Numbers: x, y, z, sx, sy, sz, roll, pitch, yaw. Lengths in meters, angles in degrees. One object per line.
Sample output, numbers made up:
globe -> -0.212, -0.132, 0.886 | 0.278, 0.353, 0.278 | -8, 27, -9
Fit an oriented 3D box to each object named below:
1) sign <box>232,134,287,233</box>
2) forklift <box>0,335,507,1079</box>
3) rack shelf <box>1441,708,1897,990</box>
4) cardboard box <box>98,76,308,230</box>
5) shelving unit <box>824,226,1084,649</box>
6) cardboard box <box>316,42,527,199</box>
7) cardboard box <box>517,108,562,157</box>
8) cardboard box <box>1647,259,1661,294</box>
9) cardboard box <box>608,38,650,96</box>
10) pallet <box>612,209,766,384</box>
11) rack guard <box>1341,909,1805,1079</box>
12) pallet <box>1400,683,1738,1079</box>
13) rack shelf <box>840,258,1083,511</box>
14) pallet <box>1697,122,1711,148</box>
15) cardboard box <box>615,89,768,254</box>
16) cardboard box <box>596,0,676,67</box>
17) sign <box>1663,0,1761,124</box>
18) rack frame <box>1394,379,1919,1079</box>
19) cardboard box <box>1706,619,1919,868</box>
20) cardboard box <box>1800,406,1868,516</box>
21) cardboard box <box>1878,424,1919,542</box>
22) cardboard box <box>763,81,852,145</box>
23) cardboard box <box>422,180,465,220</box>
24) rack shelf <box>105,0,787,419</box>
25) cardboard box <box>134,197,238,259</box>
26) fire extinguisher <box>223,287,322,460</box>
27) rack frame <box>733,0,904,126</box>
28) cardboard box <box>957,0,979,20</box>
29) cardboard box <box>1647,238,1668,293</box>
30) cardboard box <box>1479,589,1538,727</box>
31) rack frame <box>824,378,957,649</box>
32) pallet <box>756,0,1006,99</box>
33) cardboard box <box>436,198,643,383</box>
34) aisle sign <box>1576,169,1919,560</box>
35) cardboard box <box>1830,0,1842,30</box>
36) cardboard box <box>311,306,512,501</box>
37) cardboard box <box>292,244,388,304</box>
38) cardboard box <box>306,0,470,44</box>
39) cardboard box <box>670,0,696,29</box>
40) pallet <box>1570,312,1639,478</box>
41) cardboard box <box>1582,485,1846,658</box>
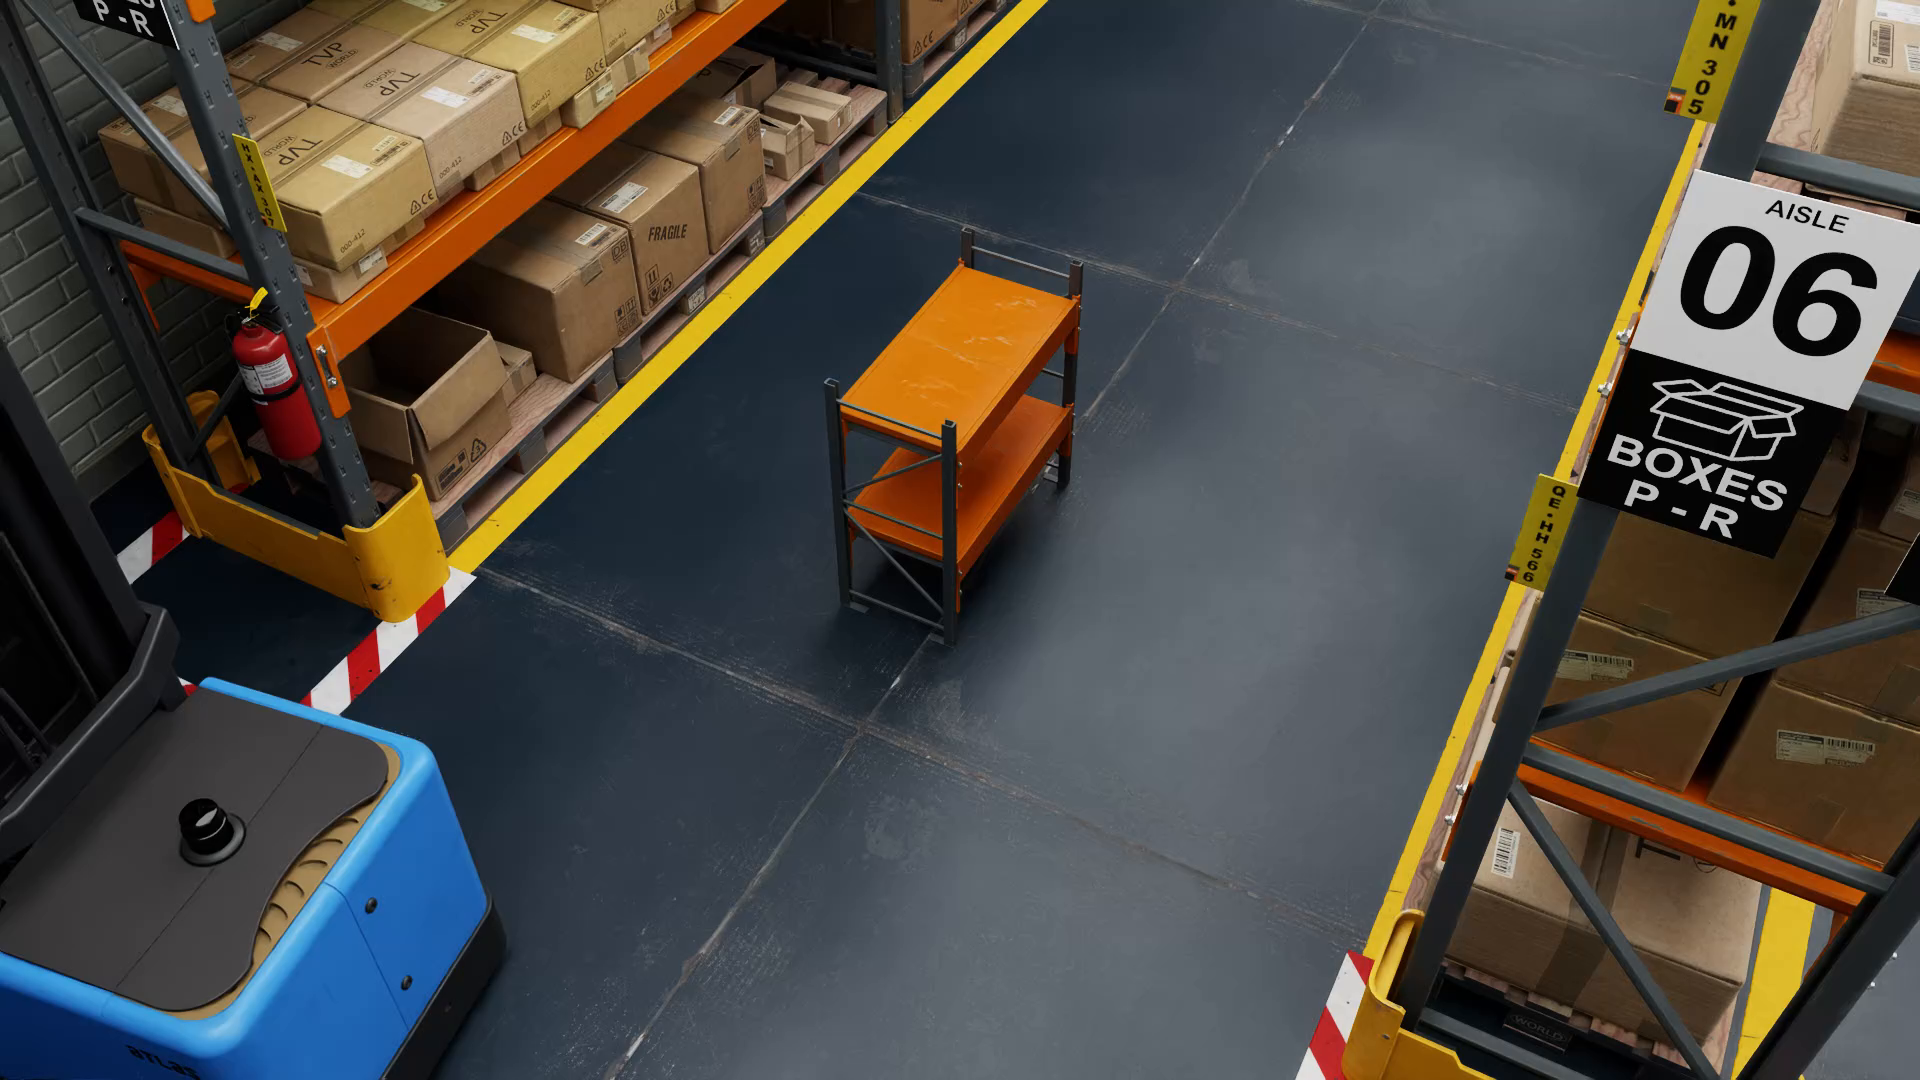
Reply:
sign -> -2.155, -1.095, 5.114 | 0.100, 0.325, 0.005 | 20, 49, 19
forklift -> -3.034, 0.277, 4.415 | 3.031, 2.935, 1.130 | 14, 47, 14
rack shelf -> 2.691, -0.340, 5.483 | 1.077, 0.370, 4.000 | 20, 49, 19
cardboard box -> -2.657, -1.399, 5.920 | 0.500, 0.250, 0.500 | 22, 49, 20
shelving unit -> -0.003, -0.391, 6.346 | 0.538, 1.125, 1.048 | 20, 49, 19
cardboard box -> -1.952, -1.536, 6.055 | 0.500, 0.250, 0.500 | 21, 49, 19
cardboard box -> -1.781, -1.658, 6.457 | 0.380, 0.149, 0.250 | 21, 49, 20
cardboard box -> 2.457, -0.727, 5.290 | 0.500, 0.500, 0.500 | 22, 49, 20
cardboard box -> -1.493, -1.965, 6.760 | 0.380, 0.149, 0.250 | 22, 49, 20
pallet -> -1.663, -1.305, 7.892 | 1.003, 0.211, 1.213 | 20, 49, 19
rack guard -> 1.752, 1.561, 4.856 | 1.175, 0.500, 0.348 | 20, 49, 19
pallet -> 2.065, 1.118, 5.497 | 1.003, 0.211, 1.213 | 20, 49, 19
rack shelf -> -0.003, -0.597, 6.138 | 0.538, 0.278, 1.000 | 20, 49, 19
pallet -> 4.476, -2.155, 8.731 | 1.003, 0.211, 1.213 | 20, 49, 19
cardboard box -> -1.354, -1.772, 7.855 | 0.700, 0.500, 0.500 | 19, 48, 18
cardboard box -> -1.501, -2.185, 6.697 | 0.500, 0.250, 0.500 | 19, 48, 18
sign -> 1.289, -0.859, 2.814 | 0.100, 0.325, 0.005 | 20, 49, 19
rack frame -> 1.763, 0.667, 3.982 | 1.000, 3.000, 0.127 | 20, 49, 19
cardboard box -> 2.240, 0.424, 4.151 | 0.500, 0.500, 0.500 | 20, 49, 19
cardboard box -> 1.752, -0.240, 3.649 | 0.380, 0.149, 0.250 | 21, 49, 20
cardboard box -> 2.173, -0.080, 3.491 | 0.380, 0.149, 0.250 | 21, 49, 20
cardboard box -> -0.777, -2.187, 8.511 | 0.380, 0.149, 0.250 | 19, 48, 18
cardboard box -> -2.071, -1.350, 6.152 | 0.380, 0.149, 0.250 | 20, 49, 19
rack shelf -> -1.707, -1.976, 7.100 | 1.077, 0.370, 4.000 | 20, 49, 19
cardboard box -> -2.719, -1.178, 5.982 | 0.380, 0.149, 0.250 | 20, 49, 19
fire extinguisher -> -2.294, -0.566, 5.517 | 0.296, 0.674, 0.183 | 20, 49, 19
rack frame -> -0.778, -3.489, 8.090 | 1.000, 3.000, 0.127 | 20, 49, 19
cardboard box -> -0.116, -3.327, 9.392 | 0.500, 0.500, 0.500 | 20, 49, 19
cardboard box -> 3.233, -0.740, 6.878 | 0.875, 0.438, 0.875 | 20, 49, 19
cardboard box -> 2.398, 0.392, 5.760 | 0.875, 0.438, 0.875 | 22, 49, 20
rack frame -> -0.239, -0.071, 6.029 | 0.500, 1.125, 0.032 | 20, 49, 19
pallet -> -0.434, -3.034, 9.600 | 1.003, 0.211, 1.213 | 20, 49, 19
cardboard box -> -1.836, -1.118, 7.208 | 0.700, 0.500, 0.500 | 22, 49, 21
aisle sign -> 1.455, -0.304, 3.113 | 0.394, 0.787, 0.004 | 20, 49, 19
cardboard box -> 2.016, -1.086, 3.416 | 0.380, 0.149, 0.250 | 17, 48, 16
cardboard box -> -2.267, -0.594, 6.688 | 0.797, 0.503, 0.637 | 19, 48, 18
cardboard box -> -2.240, -0.998, 5.804 | 0.380, 0.149, 0.250 | 20, 49, 19
cardboard box -> -2.182, -2.033, 6.547 | 0.500, 0.250, 0.500 | 22, 49, 20
cardboard box -> -1.362, -2.322, 7.112 | 0.380, 0.149, 0.250 | 21, 49, 20
pallet -> 3.197, -0.419, 7.016 | 1.003, 0.211, 1.213 | 20, 49, 19
cardboard box -> 1.776, -0.102, 3.968 | 0.500, 0.500, 0.500 | 22, 49, 20
